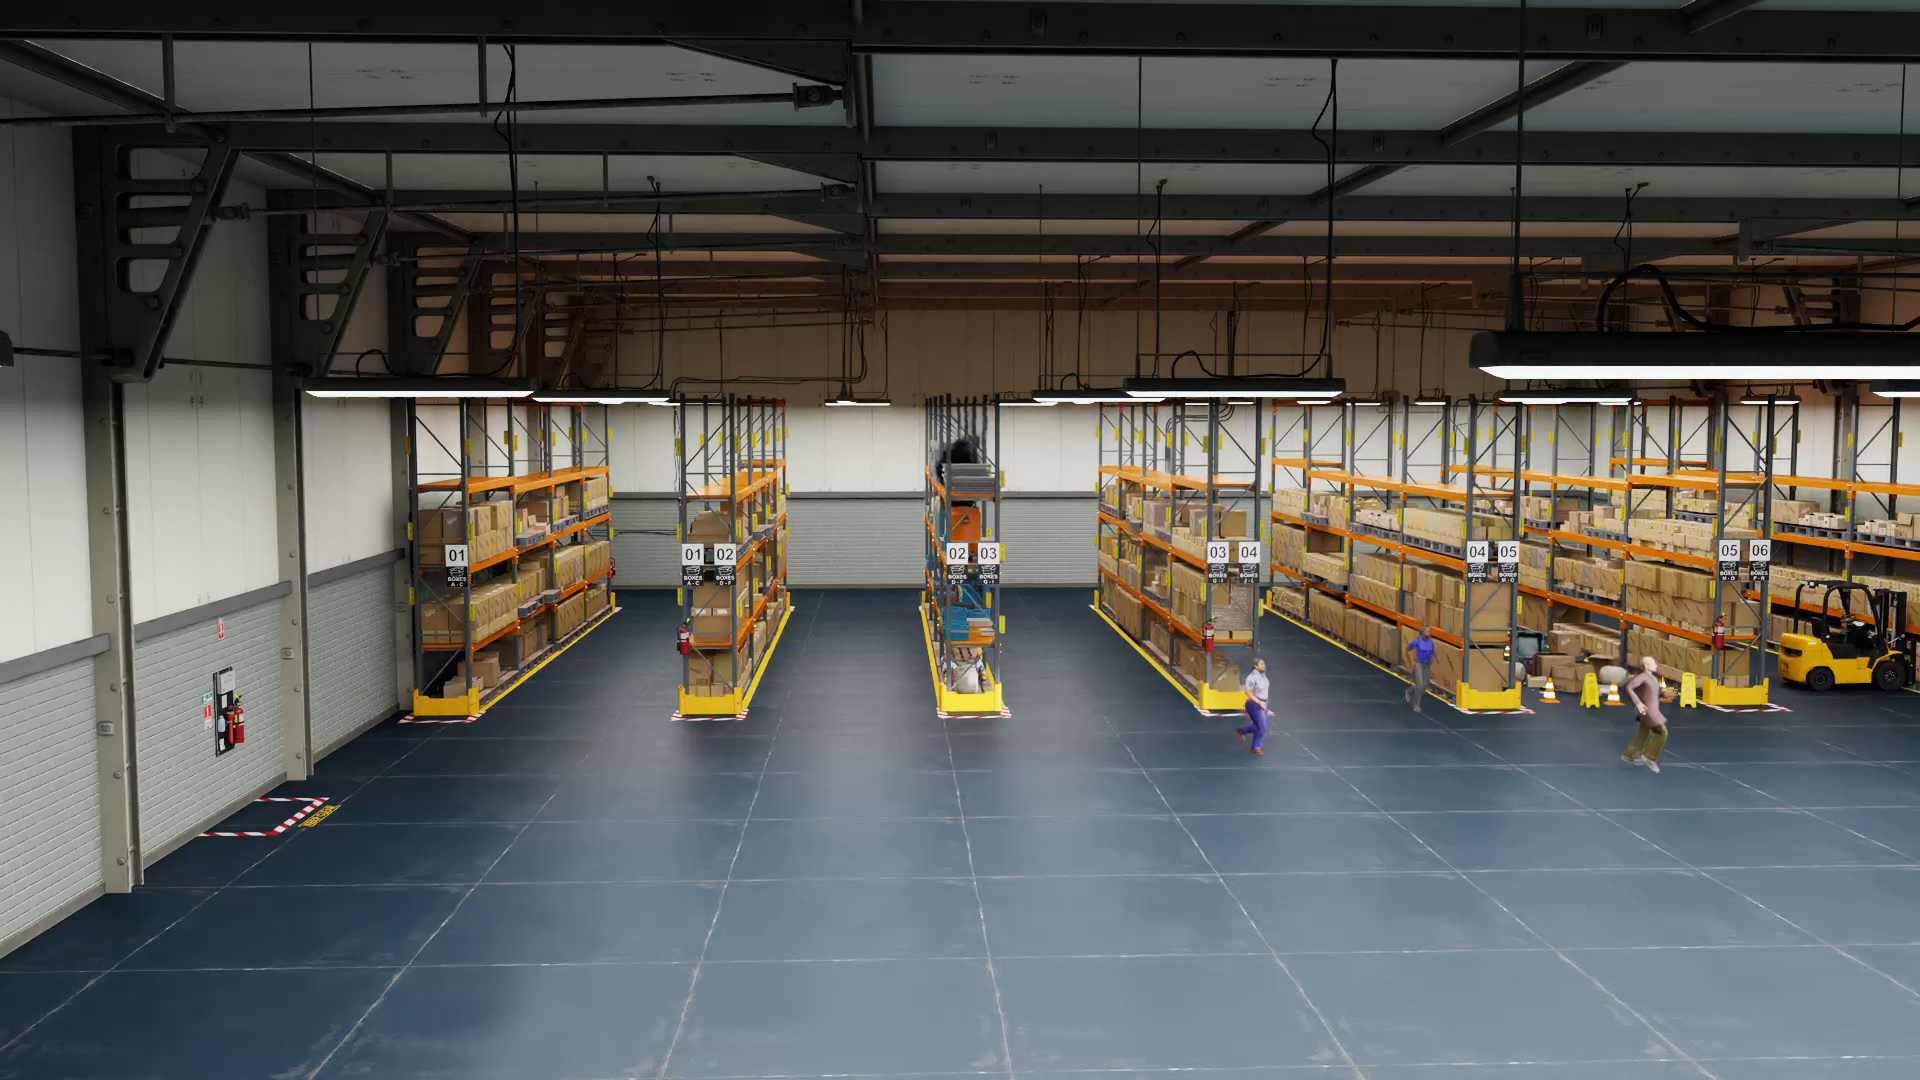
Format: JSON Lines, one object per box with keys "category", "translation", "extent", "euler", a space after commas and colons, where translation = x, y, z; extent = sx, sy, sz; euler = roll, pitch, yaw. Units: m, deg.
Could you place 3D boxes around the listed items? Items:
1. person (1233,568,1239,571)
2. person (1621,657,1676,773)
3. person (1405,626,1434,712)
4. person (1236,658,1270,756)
{"category": "person", "translation": [7.927, 1.041, 48.658], "extent": [0.657, 1.690, 0.761], "euler": [-2, 5, -19]}
{"category": "person", "translation": [10.905, 2.762, 26.342], "extent": [0.804, 1.828, 0.669], "euler": [3, 5, 30]}
{"category": "person", "translation": [8.774, 2.440, 31.712], "extent": [0.624, 1.629, 0.691], "euler": [-2, 5, -21]}
{"category": "person", "translation": [4.856, 2.749, 27.613], "extent": [0.625, 1.625, 0.610], "euler": [3, 5, 33]}
